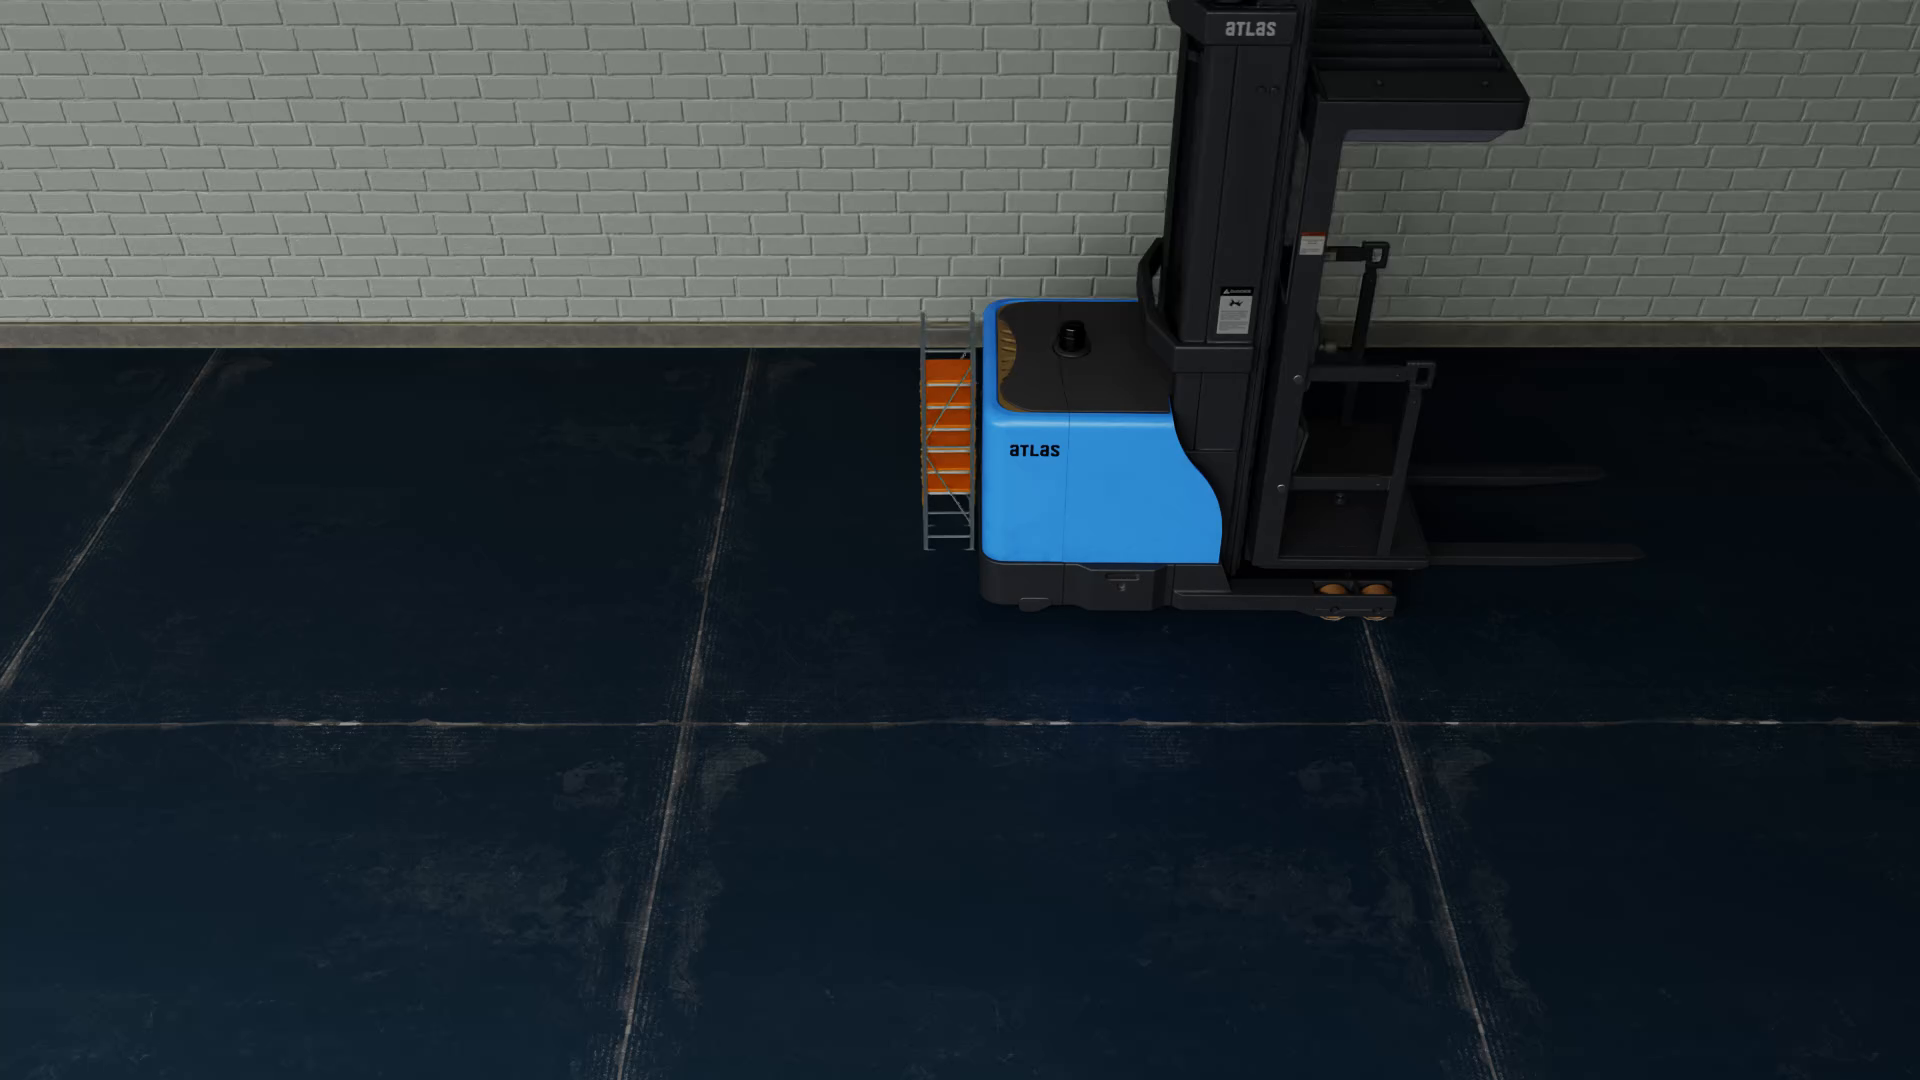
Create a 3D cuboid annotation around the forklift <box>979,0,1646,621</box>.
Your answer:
[{"bbox_3d":[1.605,-1.114,7.042,3.031,2.935,1.130,0,39,0],"label":"forklift"}]

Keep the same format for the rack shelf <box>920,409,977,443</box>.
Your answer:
[{"bbox_3d":[-0.053,-0.537,7.585,0.258,0.103,0.180,0,39,-1],"label":"rack shelf"}]

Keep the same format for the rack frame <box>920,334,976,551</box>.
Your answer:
[{"bbox_3d":[-0.052,-0.420,7.561,0.240,1.200,0.006,0,39,-1],"label":"rack frame"}]

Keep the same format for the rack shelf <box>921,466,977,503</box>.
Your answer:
[{"bbox_3d":[-0.053,-0.256,7.810,0.258,0.103,0.180,0,39,-1],"label":"rack shelf"}]

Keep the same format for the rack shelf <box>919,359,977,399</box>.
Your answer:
[{"bbox_3d":[-0.053,-0.724,7.435,0.258,0.103,0.180,0,39,-1],"label":"rack shelf"}]

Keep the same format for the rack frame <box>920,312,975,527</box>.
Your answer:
[{"bbox_3d":[-0.054,-0.535,7.703,0.240,1.200,0.006,0,39,-1],"label":"rack frame"}]

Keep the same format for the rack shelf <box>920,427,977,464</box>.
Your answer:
[{"bbox_3d":[-0.053,-0.443,7.660,0.258,0.103,0.180,0,39,-1],"label":"rack shelf"}]

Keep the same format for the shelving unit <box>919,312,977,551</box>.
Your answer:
[{"bbox_3d":[-0.053,-0.478,7.632,0.258,1.200,0.189,0,39,-1],"label":"shelving unit"}]

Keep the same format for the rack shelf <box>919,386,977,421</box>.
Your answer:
[{"bbox_3d":[-0.053,-0.630,7.510,0.258,0.103,0.180,0,39,-1],"label":"rack shelf"}]

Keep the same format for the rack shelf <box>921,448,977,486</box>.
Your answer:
[{"bbox_3d":[-0.053,-0.349,7.735,0.258,0.103,0.180,0,39,-1],"label":"rack shelf"}]
